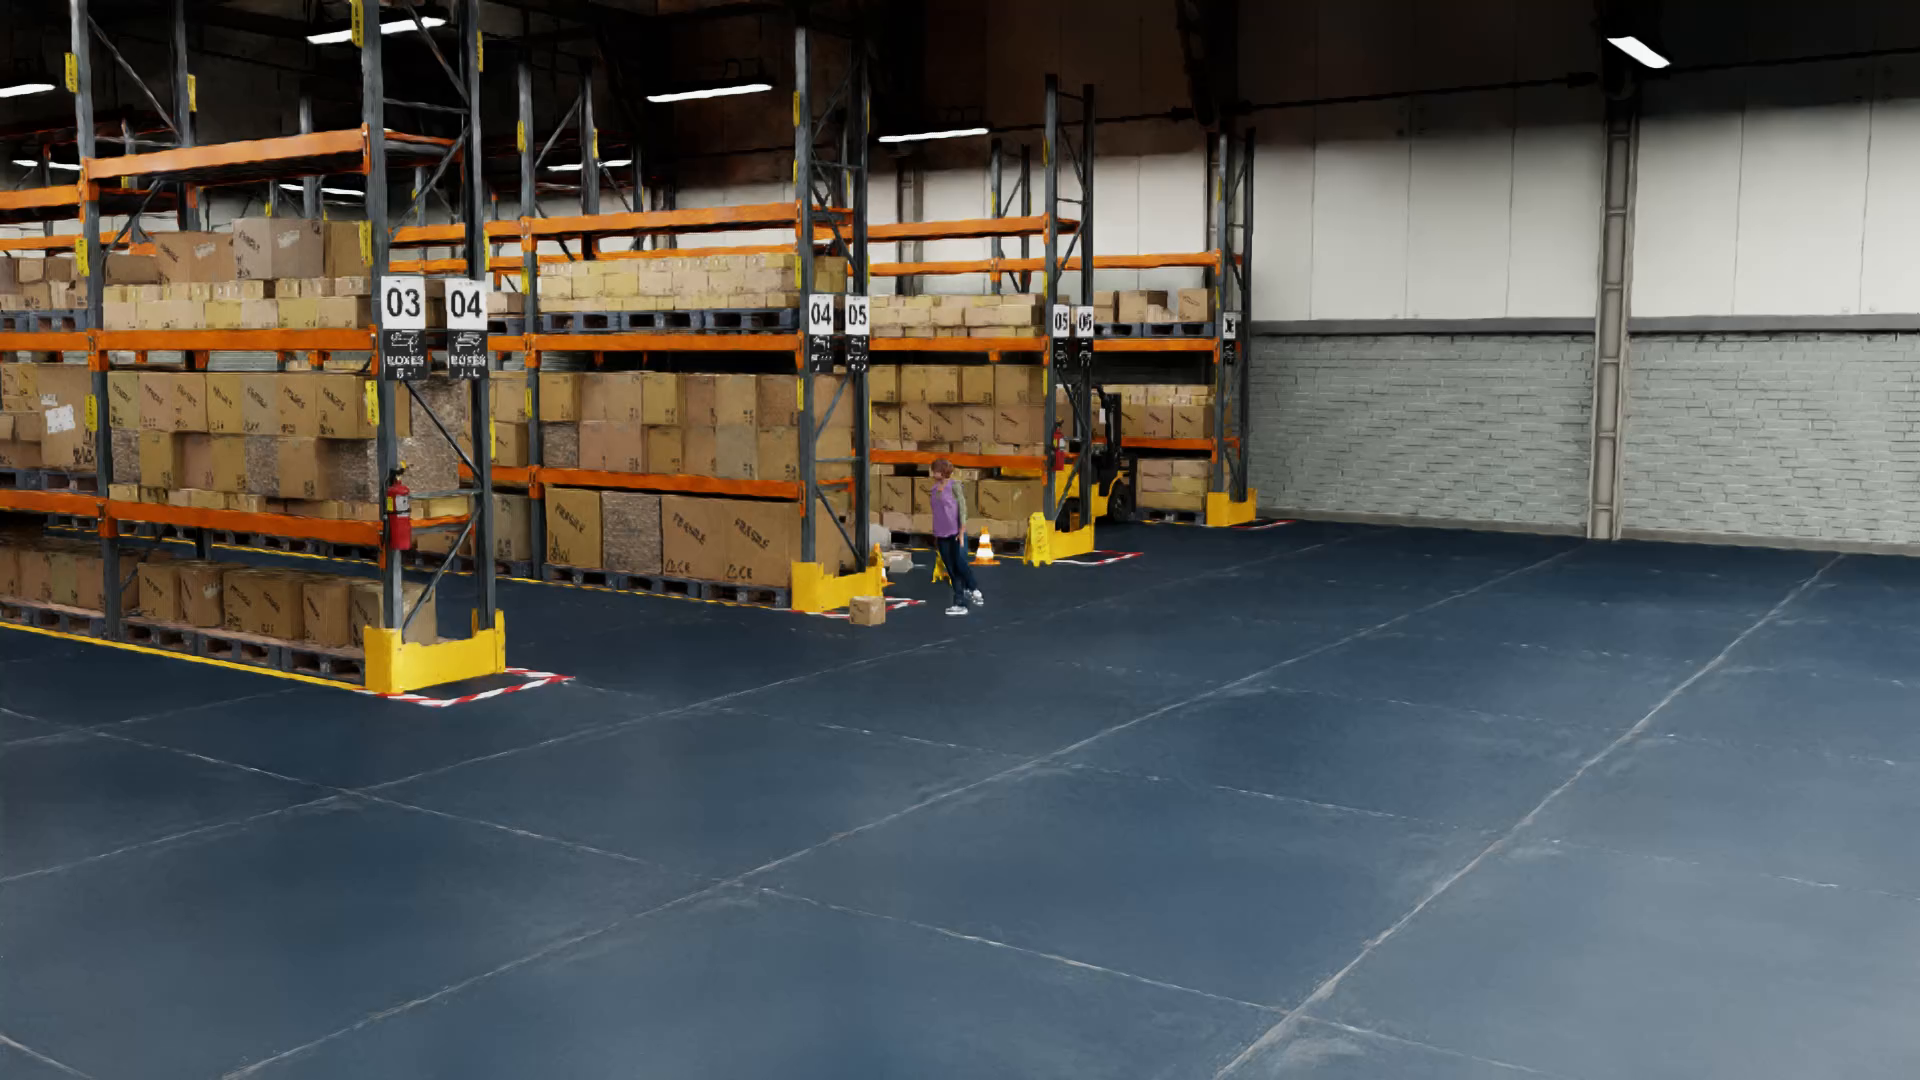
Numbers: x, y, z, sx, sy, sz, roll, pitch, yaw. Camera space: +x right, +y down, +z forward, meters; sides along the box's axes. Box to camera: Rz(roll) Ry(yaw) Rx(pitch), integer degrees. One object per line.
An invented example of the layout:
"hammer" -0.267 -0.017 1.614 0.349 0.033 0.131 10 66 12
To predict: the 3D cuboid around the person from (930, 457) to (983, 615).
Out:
"person" -0.049 -0.049 16.703 0.470 1.561 0.517 4 8 32
